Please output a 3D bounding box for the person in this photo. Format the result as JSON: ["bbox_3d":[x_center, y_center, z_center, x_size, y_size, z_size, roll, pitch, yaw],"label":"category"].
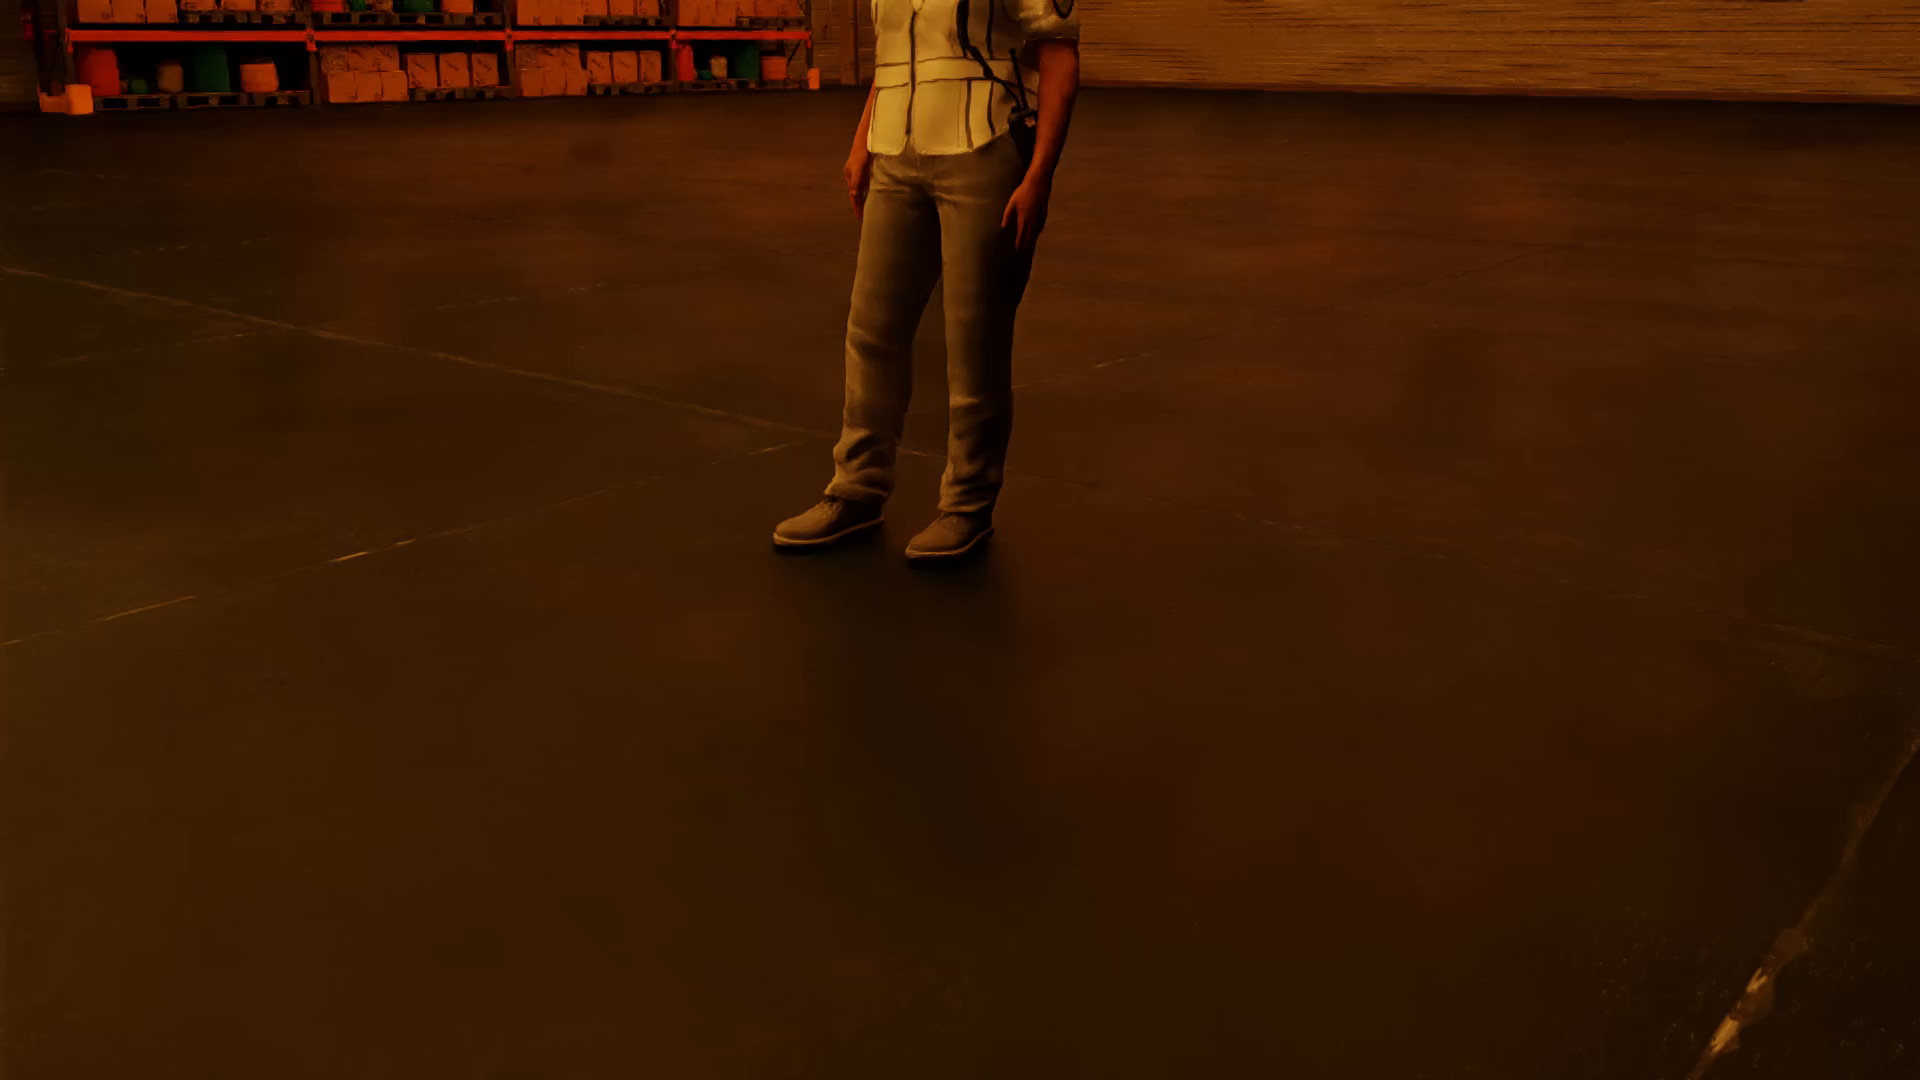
[{"bbox_3d":[-0.066,-0.791,3.655,0.598,1.669,0.529,13,21,37],"label":"person"}]
